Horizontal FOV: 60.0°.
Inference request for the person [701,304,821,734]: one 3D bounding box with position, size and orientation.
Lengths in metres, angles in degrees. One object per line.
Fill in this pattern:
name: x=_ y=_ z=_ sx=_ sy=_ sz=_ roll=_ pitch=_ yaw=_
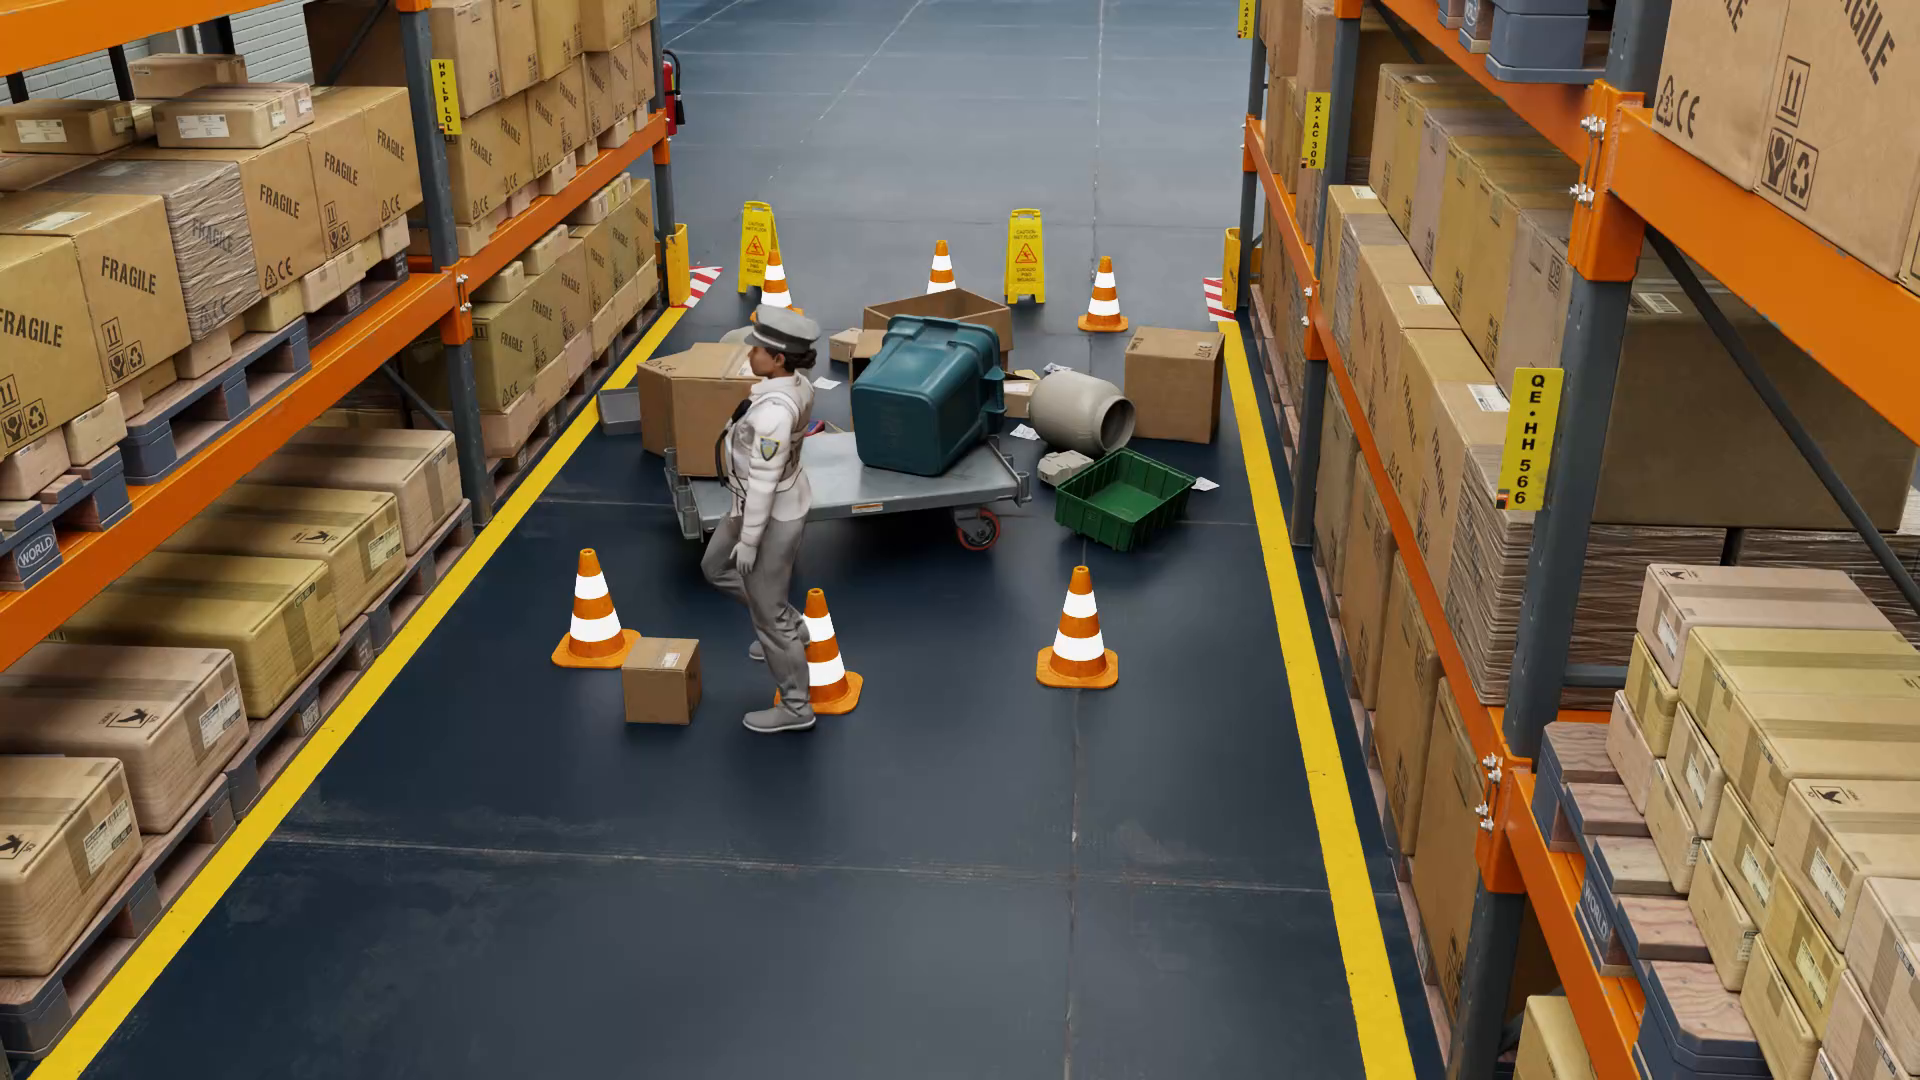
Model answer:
person: x=-0.763 y=-0.072 z=6.247 sx=0.536 sy=1.681 sz=0.465 roll=2 pitch=25 yaw=5
